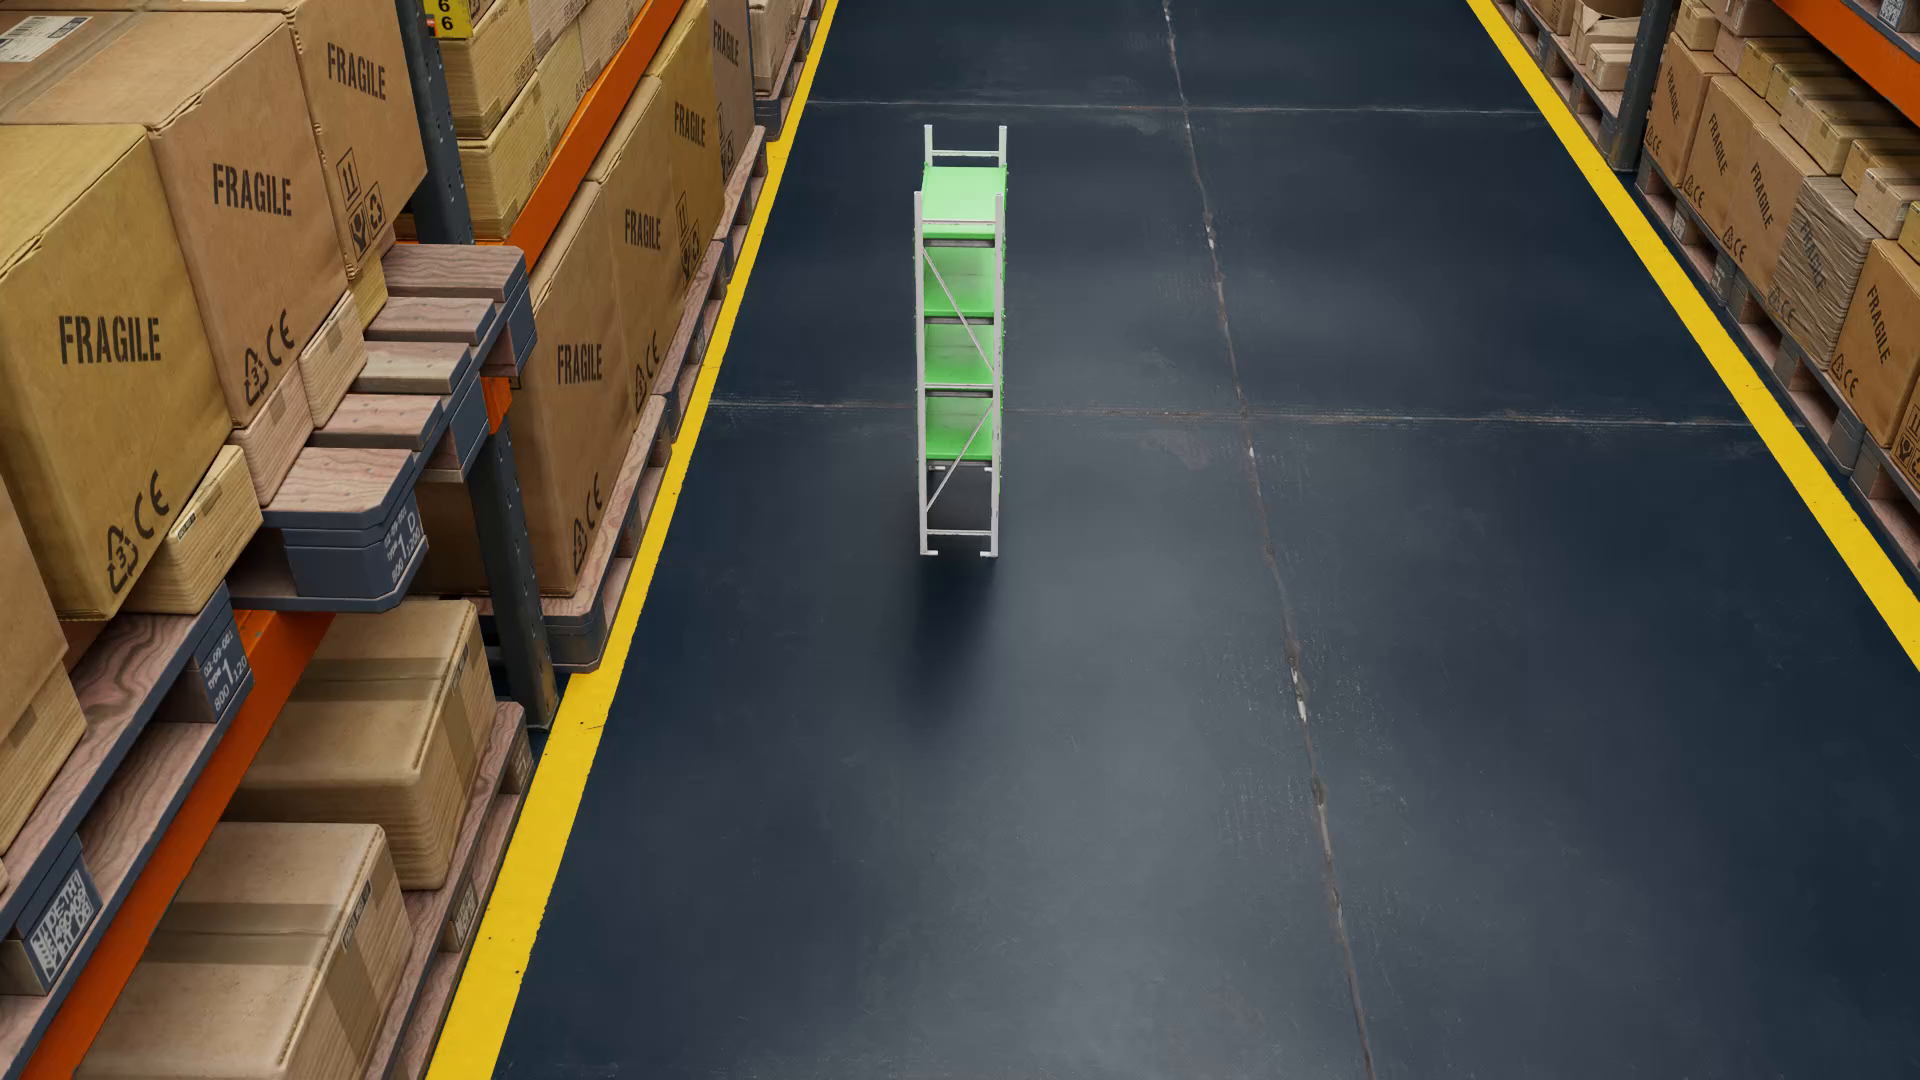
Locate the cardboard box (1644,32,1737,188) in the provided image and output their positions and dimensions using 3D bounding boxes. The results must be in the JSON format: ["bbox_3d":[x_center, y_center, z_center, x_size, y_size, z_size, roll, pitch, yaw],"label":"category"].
[{"bbox_3d":[3.265,-1.815,7.033,0.500,0.500,0.500,3,35,4],"label":"cardboard box"}]

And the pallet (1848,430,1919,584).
[{"bbox_3d":[3.416,0.072,4.964,1.003,0.211,1.213,1,35,2],"label":"pallet"}]

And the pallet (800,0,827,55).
[{"bbox_3d":[-1.296,-3.048,9.404,1.003,0.211,1.213,1,35,2],"label":"pallet"}]

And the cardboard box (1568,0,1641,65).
[{"bbox_3d":[3.253,-2.524,8.245,0.396,0.266,0.258,3,35,4],"label":"cardboard box"}]

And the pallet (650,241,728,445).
[{"bbox_3d":[-1.452,-0.763,6.151,1.003,0.211,1.213,1,35,2],"label":"pallet"}]

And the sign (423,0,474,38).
[{"bbox_3d":[-1.069,-1.187,3.393,0.100,0.325,0.005,1,35,2],"label":"sign"}]

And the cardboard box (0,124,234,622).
[{"bbox_3d":[-1.381,-0.233,2.261,0.500,0.500,0.500,-1,35,-1],"label":"cardboard box"}]

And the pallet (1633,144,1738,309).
[{"bbox_3d":[3.514,-1.330,6.958,1.003,0.211,1.213,1,35,2],"label":"pallet"}]

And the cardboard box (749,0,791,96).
[{"bbox_3d":[-1.318,-2.533,8.109,0.875,0.438,0.875,1,35,1],"label":"cardboard box"}]

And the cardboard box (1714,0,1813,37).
[{"bbox_3d":[3.266,-2.125,6.650,0.380,0.149,0.250,0,35,0],"label":"cardboard box"}]

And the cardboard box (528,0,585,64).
[{"bbox_3d":[-1.322,-1.479,4.441,0.500,0.250,0.500,2,35,3],"label":"cardboard box"}]

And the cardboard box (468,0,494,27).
[{"bbox_3d":[-1.347,-1.481,3.792,0.500,0.500,0.500,0,35,0],"label":"cardboard box"}]

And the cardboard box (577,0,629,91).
[{"bbox_3d":[-1.310,-1.564,4.997,0.500,0.250,0.500,2,35,3],"label":"cardboard box"}]

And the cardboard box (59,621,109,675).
[{"bbox_3d":[-1.444,0.117,2.327,0.380,0.149,0.250,2,35,2],"label":"cardboard box"}]

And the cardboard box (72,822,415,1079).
[{"bbox_3d":[-1.665,0.899,3.283,0.950,0.372,0.625,1,35,1],"label":"cardboard box"}]

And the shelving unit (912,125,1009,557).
[{"bbox_3d":[0.007,-0.586,5.040,0.258,1.200,0.503,1,35,2],"label":"shelving unit"}]

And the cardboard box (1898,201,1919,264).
[{"bbox_3d":[3.215,-0.946,5.233,0.380,0.149,0.250,1,35,1],"label":"cardboard box"}]

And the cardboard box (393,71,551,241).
[{"bbox_3d":[-1.340,-0.967,4.148,0.500,0.250,0.500,1,35,1],"label":"cardboard box"}]

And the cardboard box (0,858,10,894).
[{"bbox_3d":[-1.354,0.418,1.900,0.380,0.149,0.250,3,35,4],"label":"cardboard box"}]

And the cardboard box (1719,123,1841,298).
[{"bbox_3d":[3.229,-1.222,6.189,0.500,0.500,0.500,0,35,0],"label":"cardboard box"}]

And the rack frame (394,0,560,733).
[{"bbox_3d":[-1.611,-0.753,3.713,1.000,3.000,0.127,1,35,2],"label":"rack frame"}]

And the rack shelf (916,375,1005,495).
[{"bbox_3d":[0.007,-0.337,5.215,0.258,0.148,0.480,1,35,2],"label":"rack shelf"}]

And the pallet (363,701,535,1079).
[{"bbox_3d":[-1.644,0.837,3.876,1.003,0.211,1.213,1,35,2],"label":"pallet"}]

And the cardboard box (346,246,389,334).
[{"bbox_3d":[-1.328,-0.473,3.167,0.380,0.149,0.250,2,35,3],"label":"cardboard box"}]

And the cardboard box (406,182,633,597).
[{"bbox_3d":[-1.500,-0.451,4.765,0.875,0.875,0.875,1,35,1],"label":"cardboard box"}]

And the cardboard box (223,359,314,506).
[{"bbox_3d":[-1.311,-0.182,2.754,0.380,0.149,0.250,0,35,0],"label":"cardboard box"}]

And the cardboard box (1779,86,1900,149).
[{"bbox_3d":[3.251,-1.544,6.083,0.380,0.149,0.250,1,35,2],"label":"cardboard box"}]

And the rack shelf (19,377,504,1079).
[{"bbox_3d":[-1.692,0.690,2.285,1.077,0.370,4.000,1,35,2],"label":"rack shelf"}]

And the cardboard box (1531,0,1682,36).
[{"bbox_3d":[3.436,-2.950,8.648,0.700,0.500,0.500,0,35,0],"label":"cardboard box"}]

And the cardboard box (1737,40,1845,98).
[{"bbox_3d":[3.296,-1.845,6.511,0.380,0.149,0.250,0,35,-1],"label":"cardboard box"}]

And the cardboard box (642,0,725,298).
[{"bbox_3d":[-1.424,-1.477,6.225,0.875,0.875,0.875,2,35,3],"label":"cardboard box"}]

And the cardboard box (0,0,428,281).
[{"bbox_3d":[-1.352,-0.820,3.097,0.500,0.500,0.500,0,35,1],"label":"cardboard box"}]

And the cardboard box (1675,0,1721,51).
[{"bbox_3d":[3.229,-2.153,6.950,0.380,0.149,0.250,3,35,4],"label":"cardboard box"}]

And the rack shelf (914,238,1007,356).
[{"bbox_3d":[0.007,-0.730,4.939,0.258,0.148,0.480,1,35,2],"label":"rack shelf"}]

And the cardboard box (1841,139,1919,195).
[{"bbox_3d":[3.257,-1.246,5.659,0.380,0.149,0.250,1,35,2],"label":"cardboard box"}]

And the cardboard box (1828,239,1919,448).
[{"bbox_3d":[3.200,-0.626,5.340,0.500,0.500,0.500,3,35,4],"label":"cardboard box"}]

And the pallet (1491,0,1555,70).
[{"bbox_3d":[3.584,-2.895,9.186,1.003,0.211,1.213,1,35,2],"label":"pallet"}]

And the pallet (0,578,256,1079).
[{"bbox_3d":[-1.650,0.464,2.148,1.003,0.211,1.213,1,35,2],"label":"pallet"}]

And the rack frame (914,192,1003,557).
[{"bbox_3d":[-0.003,-0.446,4.841,0.240,1.200,0.015,1,35,2],"label":"rack frame"}]
